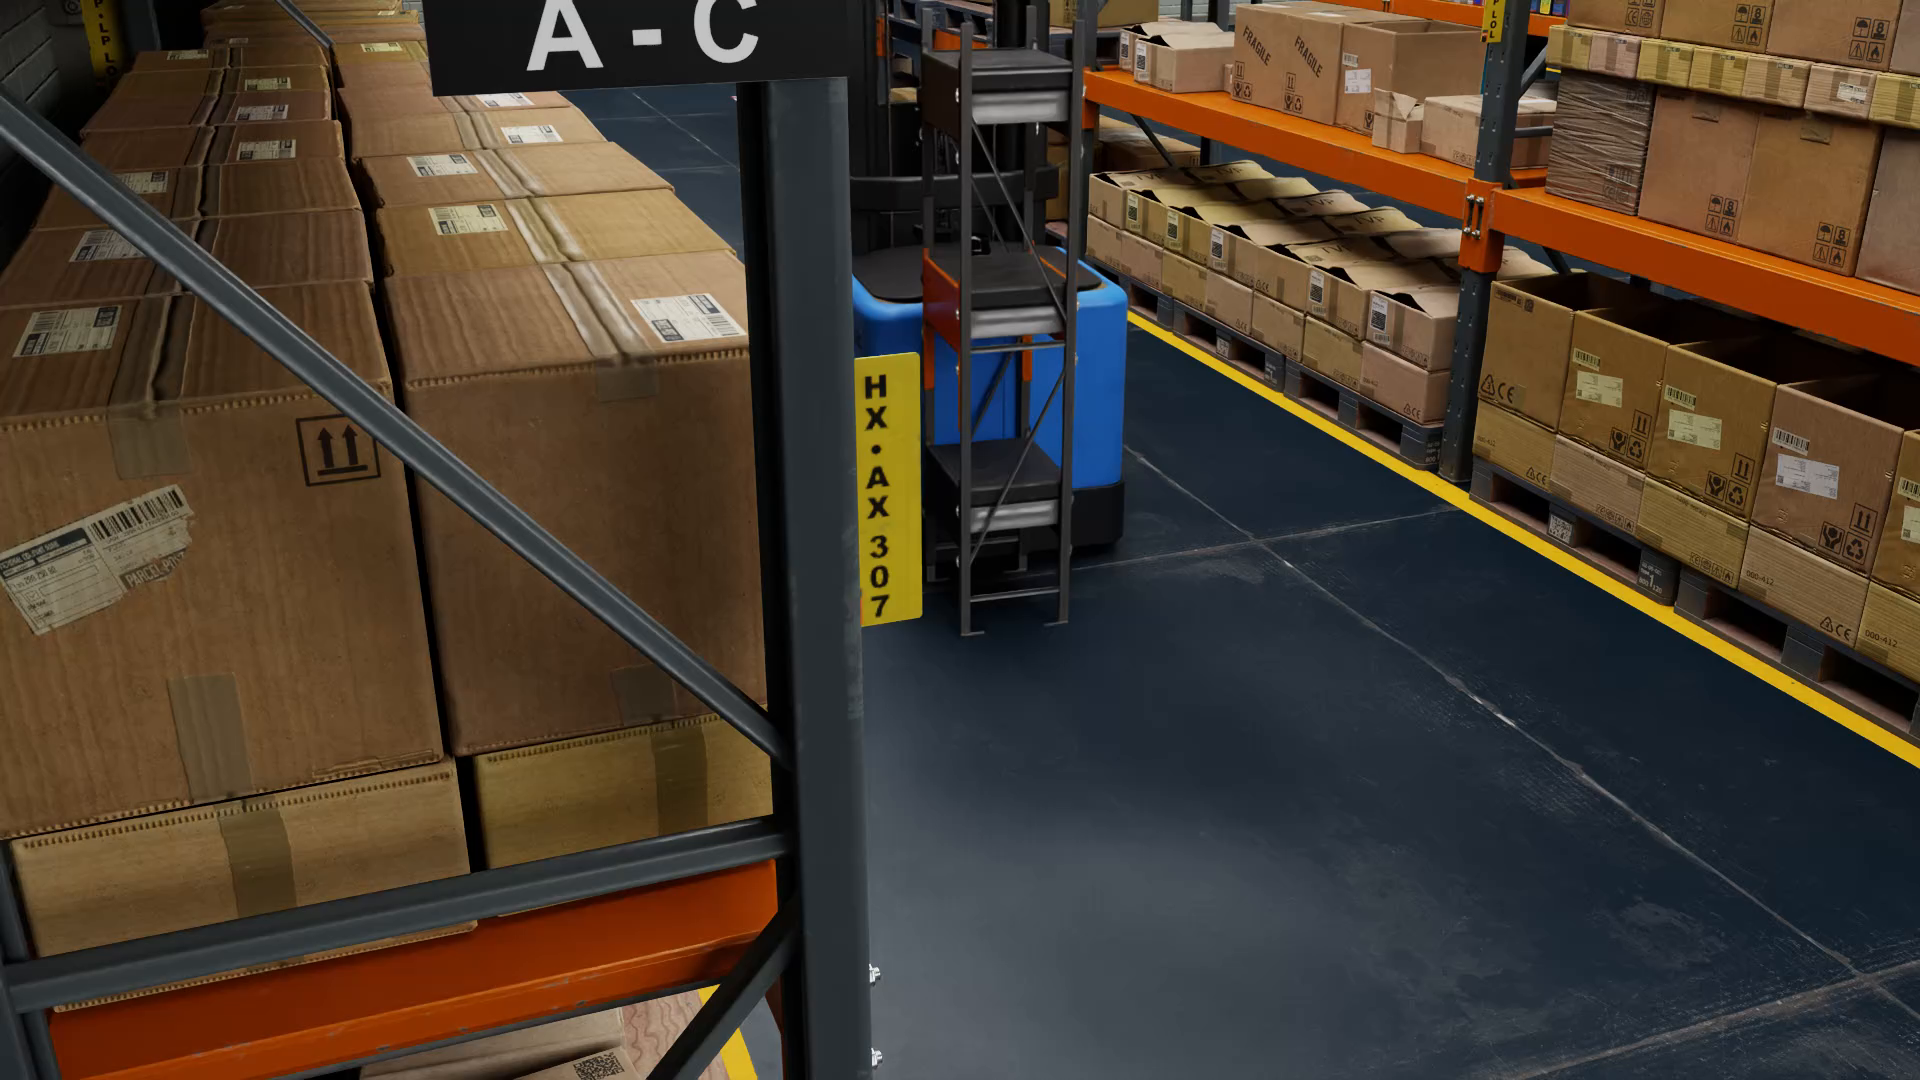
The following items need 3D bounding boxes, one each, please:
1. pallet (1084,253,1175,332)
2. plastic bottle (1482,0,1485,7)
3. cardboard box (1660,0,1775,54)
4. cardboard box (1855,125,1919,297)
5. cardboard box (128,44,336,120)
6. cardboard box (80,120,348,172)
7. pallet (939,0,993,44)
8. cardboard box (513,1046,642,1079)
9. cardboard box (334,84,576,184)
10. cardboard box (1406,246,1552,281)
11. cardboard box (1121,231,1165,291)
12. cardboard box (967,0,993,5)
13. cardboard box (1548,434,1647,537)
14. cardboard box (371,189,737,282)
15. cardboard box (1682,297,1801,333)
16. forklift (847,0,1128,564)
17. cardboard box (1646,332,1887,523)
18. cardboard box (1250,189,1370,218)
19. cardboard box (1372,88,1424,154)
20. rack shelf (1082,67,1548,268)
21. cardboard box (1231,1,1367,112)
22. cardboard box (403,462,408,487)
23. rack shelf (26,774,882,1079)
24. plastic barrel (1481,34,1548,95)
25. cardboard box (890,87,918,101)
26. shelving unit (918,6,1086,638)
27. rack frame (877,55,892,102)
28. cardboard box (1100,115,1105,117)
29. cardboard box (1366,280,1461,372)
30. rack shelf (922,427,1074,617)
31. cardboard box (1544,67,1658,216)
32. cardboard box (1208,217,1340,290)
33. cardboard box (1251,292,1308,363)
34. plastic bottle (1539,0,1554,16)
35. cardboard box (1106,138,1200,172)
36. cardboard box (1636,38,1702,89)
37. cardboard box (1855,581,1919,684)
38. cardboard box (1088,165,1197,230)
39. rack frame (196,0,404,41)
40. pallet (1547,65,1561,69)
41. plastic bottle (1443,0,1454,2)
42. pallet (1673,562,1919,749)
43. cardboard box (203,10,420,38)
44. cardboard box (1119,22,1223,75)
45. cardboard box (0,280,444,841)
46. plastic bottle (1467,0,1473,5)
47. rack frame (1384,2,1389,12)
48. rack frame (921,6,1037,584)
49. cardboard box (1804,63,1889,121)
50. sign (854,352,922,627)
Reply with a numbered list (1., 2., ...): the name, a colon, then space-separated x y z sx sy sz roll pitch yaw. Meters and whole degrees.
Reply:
1. pallet: 1.461 -1.577 10.220 1.003 0.211 1.213 -8 24 -19
2. plastic bottle: 4.563 -4.684 14.162 0.152 0.276 0.135 -8 24 -19
3. cardboard box: 2.962 -2.013 5.866 0.700 0.500 0.500 -8 24 -19
4. cardboard box: 3.331 -1.040 5.226 0.700 0.500 0.500 -8 24 -17
5. cardboard box: -2.042 -1.119 4.744 0.500 0.500 0.500 -9 24 -20
6. cardboard box: -1.499 -0.561 3.421 0.500 0.500 0.500 -8 24 -18
7. pallet: 0.516 -3.784 12.114 1.003 0.211 1.213 -8 24 -19
8. cardboard box: -0.760 1.194 2.951 0.500 0.311 0.500 -11 25 -25
9. cardboard box: -1.207 -0.824 4.044 0.500 0.500 0.500 -9 24 -21
10. cardboard box: 2.535 -1.265 8.167 0.500 0.311 0.500 -9 24 -20
11. cardboard box: 1.296 -1.680 9.874 0.500 0.250 0.500 -9 24 -20
12. cardboard box: 0.476 -4.226 12.246 0.700 0.500 0.500 -15 27 -32
13. cardboard box: 2.672 -0.247 6.474 0.500 0.250 0.500 -8 24 -19
14. cardboard box: -0.653 -0.260 2.707 0.500 0.500 0.500 -8 24 -19
15. cardboard box: 3.154 -0.664 6.496 0.500 0.500 0.500 -8 24 -19
16. forklift: -0.236 -1.794 7.232 1.130 2.935 3.031 -6 24 -14
17. cardboard box: 2.844 -0.411 5.896 0.500 0.500 0.500 -8 24 -19
18. cardboard box: 1.988 -1.823 9.491 0.500 0.311 0.500 -9 24 -19
19. cardboard box: 2.138 -1.946 7.677 0.396 0.266 0.258 -9 24 -20
20. rack shelf: 1.913 -2.109 8.817 1.077 0.370 4.000 -8 24 -19
21. cardboard box: 1.815 -2.605 8.941 0.500 0.500 0.500 -10 25 -22
22. cardboard box: -0.847 -0.113 3.322 0.500 0.250 0.500 -9 24 -20
23. rack shelf: -1.307 0.026 3.753 1.077 0.370 4.000 -8 24 -19
24. plastic barrel: 4.855 -4.068 14.700 0.600 0.901 0.708 -8 24 -19
25. cardboard box: -0.263 -3.462 13.753 0.500 0.500 0.500 -9 25 -21
26. shelving unit: 0.130 -0.733 5.785 0.431 2.100 0.503 -6 24 -14
27. rack frame: -0.206 -4.620 13.850 1.000 3.000 0.127 -8 24 -19
28. cardboard box: 0.762 -2.983 12.618 0.500 0.500 0.500 -9 25 -21
29. cardboard box: 2.209 -1.006 7.552 0.500 0.311 0.500 -8 24 -19
30. rack shelf: 0.130 -0.075 6.063 0.431 0.518 0.480 -6 24 -14
31. cardboard box: 2.783 -1.599 6.553 0.700 0.500 0.500 -9 24 -20
32. cardboard box: 1.671 -1.559 8.864 0.500 0.311 0.500 -9 24 -20
33. cardboard box: 1.844 -1.121 8.546 0.500 0.250 0.500 -8 24 -18
34. plastic bottle: 4.784 -4.411 13.503 0.061 0.283 0.133 -8 24 -19
35. cardboard box: 1.313 -2.422 11.287 0.500 0.500 0.500 -7 24 -17
36. cardboard box: 2.715 -1.749 6.074 0.380 0.149 0.250 -9 24 -20
37. cardboard box: 3.201 0.298 5.181 0.500 0.250 0.500 -8 24 -19
38. cardboard box: 1.117 -2.121 10.198 0.500 0.311 0.500 -7 24 -17
39. rack frame: -3.426 -2.486 8.785 1.000 3.000 0.127 -8 24 -19
40. pallet: 8.005 -5.867 20.397 1.003 0.211 1.213 -8 24 -19
41. plastic bottle: 4.365 -4.888 14.644 0.152 0.276 0.135 -8 24 -19
42. pallet: 3.296 0.310 5.742 1.003 0.211 1.213 -8 24 -19
43. cardboard box: -2.352 -1.675 6.166 0.700 0.500 0.500 -6 24 -14
44. cardboard box: 1.294 -2.988 10.091 0.500 0.311 0.500 -7 24 -16
45. cardboard box: -0.965 -0.007 2.106 0.500 0.500 0.500 -9 24 -20
46. plastic bottle: 4.450 -4.737 14.382 0.097 0.201 0.097 0 23 0
47. rack frame: 4.429 -5.298 15.459 1.000 3.000 0.127 -8 24 -19
48. rack frame: 0.065 -0.824 6.002 0.400 2.100 0.015 -6 24 -14
49. cardboard box: 2.993 -1.466 5.403 0.380 0.149 0.250 -9 25 -21
50. sign: -0.092 -0.052 1.897 0.100 0.325 0.005 -8 24 -19
